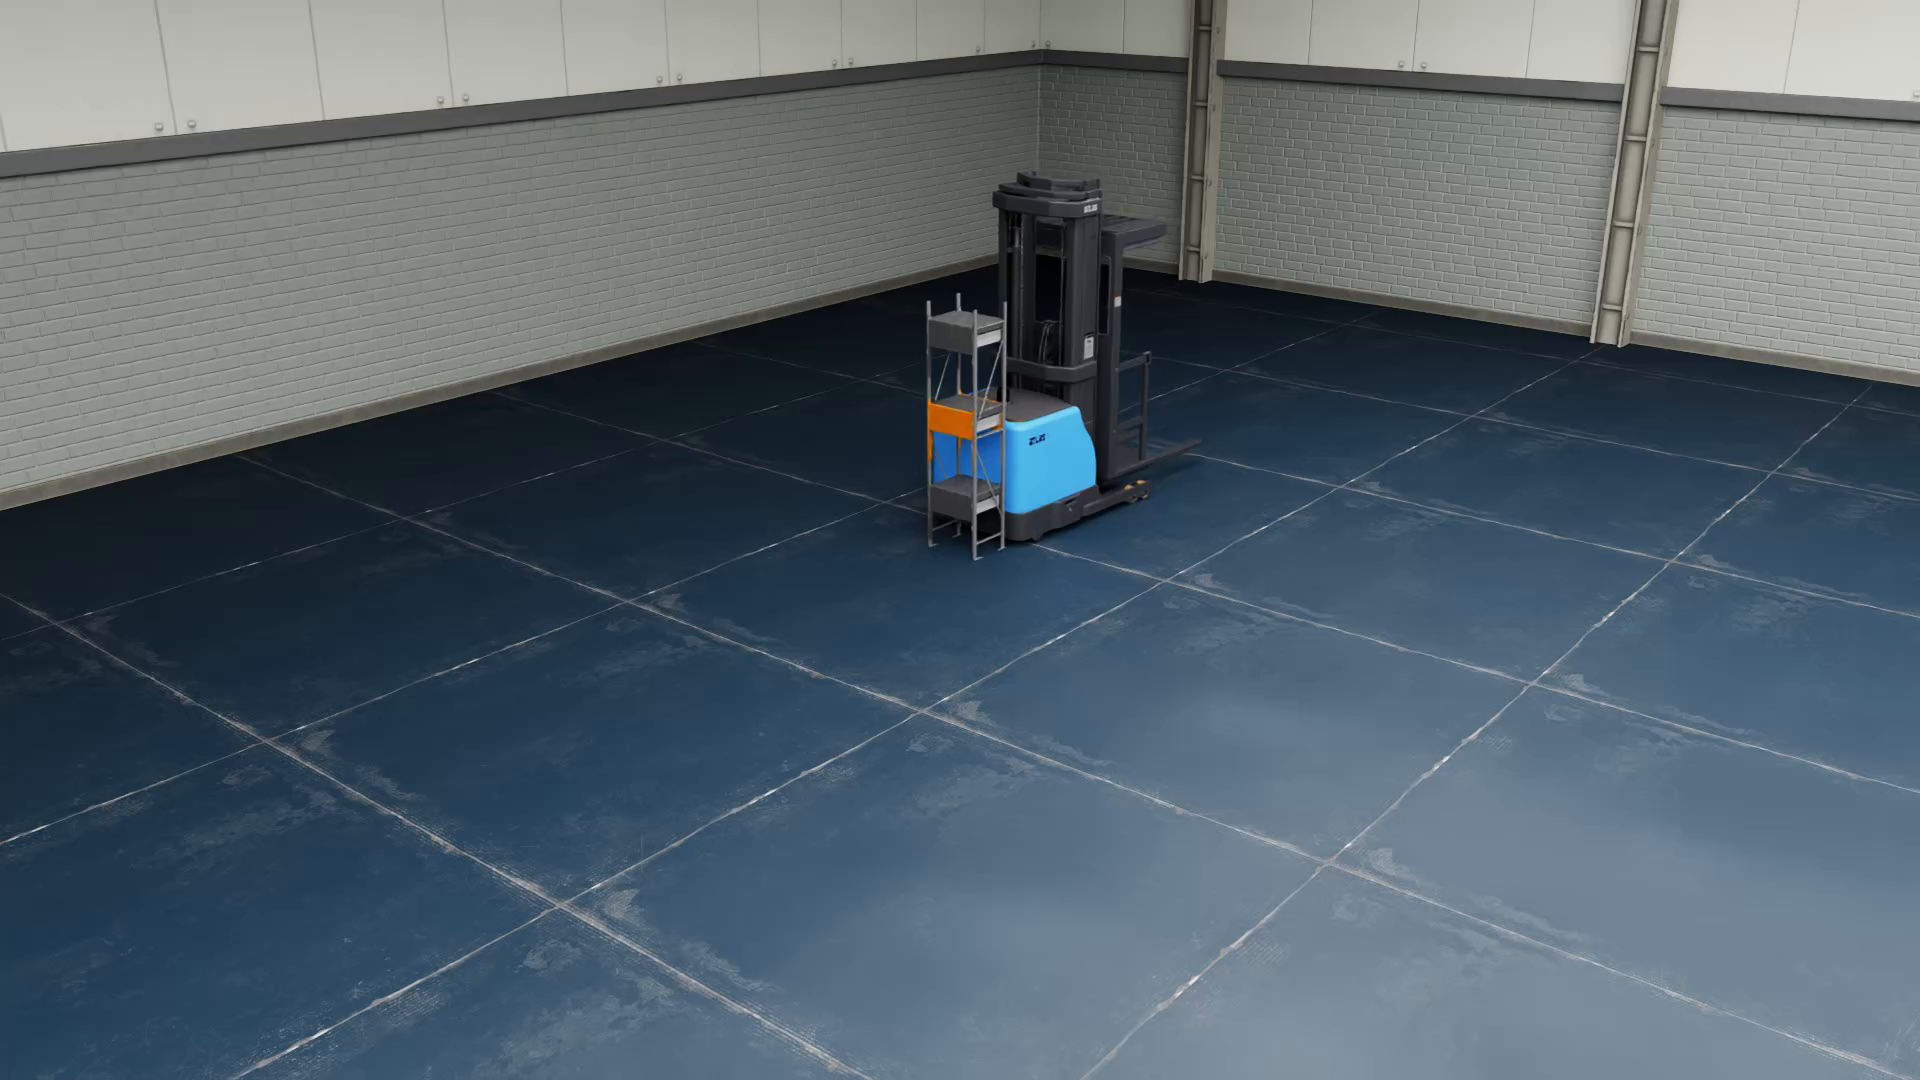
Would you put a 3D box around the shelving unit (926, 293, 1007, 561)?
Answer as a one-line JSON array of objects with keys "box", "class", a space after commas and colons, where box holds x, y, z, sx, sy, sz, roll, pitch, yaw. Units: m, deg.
[{"box": [0.053, -0.916, 13.621, 0.503, 2.100, 0.431, 17, 26, 37], "class": "shelving unit"}]

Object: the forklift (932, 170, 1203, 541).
[{"box": [1.102, -1.803, 14.797, 1.130, 2.935, 3.031, 17, 27, 38], "class": "forklift"}]

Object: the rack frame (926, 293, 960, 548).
[{"box": [-0.133, -0.972, 13.769, 0.015, 2.100, 0.400, 17, 26, 37], "class": "rack frame"}]

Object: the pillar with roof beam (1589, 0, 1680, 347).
[{"box": [5.356, -5.489, 15.971, 0.400, 9.000, 9.100, 16, 26, 36], "class": "pillar with roof beam"}]

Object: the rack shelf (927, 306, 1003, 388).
[{"box": [0.053, -1.558, 13.379, 0.480, 0.518, 0.431, 17, 26, 37], "class": "rack shelf"}]

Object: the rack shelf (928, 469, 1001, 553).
[{"box": [0.053, -0.248, 13.873, 0.480, 0.518, 0.431, 17, 26, 37], "class": "rack shelf"}]

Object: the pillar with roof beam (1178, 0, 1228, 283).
[{"box": [0.708, -6.828, 19.521, 0.400, 9.000, 9.100, 16, 26, 36], "class": "pillar with roof beam"}]

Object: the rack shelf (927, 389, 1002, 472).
[{"box": [0.053, -0.903, 13.626, 0.480, 0.518, 0.431, 17, 26, 37], "class": "rack shelf"}]

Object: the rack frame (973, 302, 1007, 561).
[{"box": [0.239, -0.860, 13.473, 0.015, 2.100, 0.400, 17, 26, 37], "class": "rack frame"}]
